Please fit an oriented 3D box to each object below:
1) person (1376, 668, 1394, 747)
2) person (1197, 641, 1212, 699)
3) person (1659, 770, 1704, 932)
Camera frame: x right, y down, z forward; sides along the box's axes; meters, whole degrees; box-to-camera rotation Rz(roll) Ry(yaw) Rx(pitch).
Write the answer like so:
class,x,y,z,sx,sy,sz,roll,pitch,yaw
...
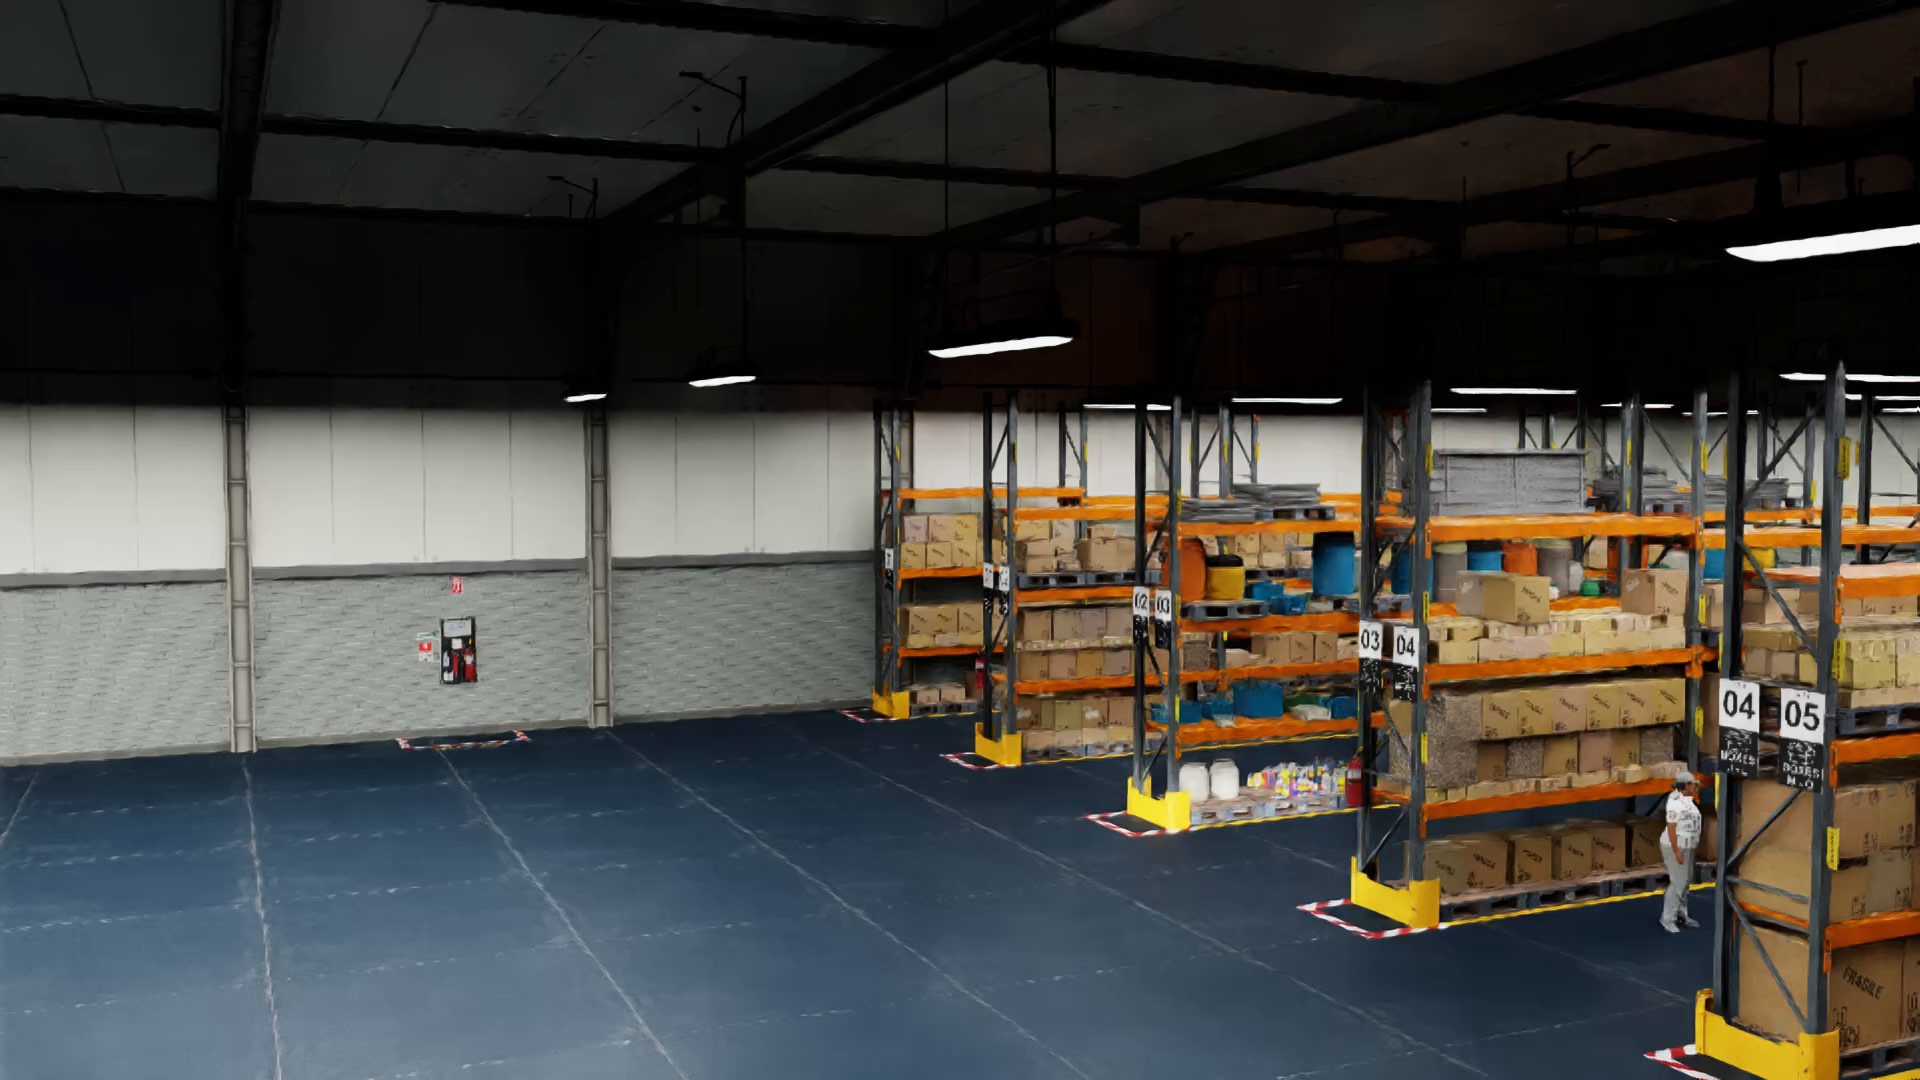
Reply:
class,x,y,z,sx,sy,sz,roll,pitch,yaw
person,7.236,2.647,28.442,1.022,1.708,0.571,-2,4,-32
person,4.659,2.403,32.734,0.860,1.691,0.691,-3,4,-41
person,7.699,3.326,17.775,0.404,1.732,0.559,2,4,37
